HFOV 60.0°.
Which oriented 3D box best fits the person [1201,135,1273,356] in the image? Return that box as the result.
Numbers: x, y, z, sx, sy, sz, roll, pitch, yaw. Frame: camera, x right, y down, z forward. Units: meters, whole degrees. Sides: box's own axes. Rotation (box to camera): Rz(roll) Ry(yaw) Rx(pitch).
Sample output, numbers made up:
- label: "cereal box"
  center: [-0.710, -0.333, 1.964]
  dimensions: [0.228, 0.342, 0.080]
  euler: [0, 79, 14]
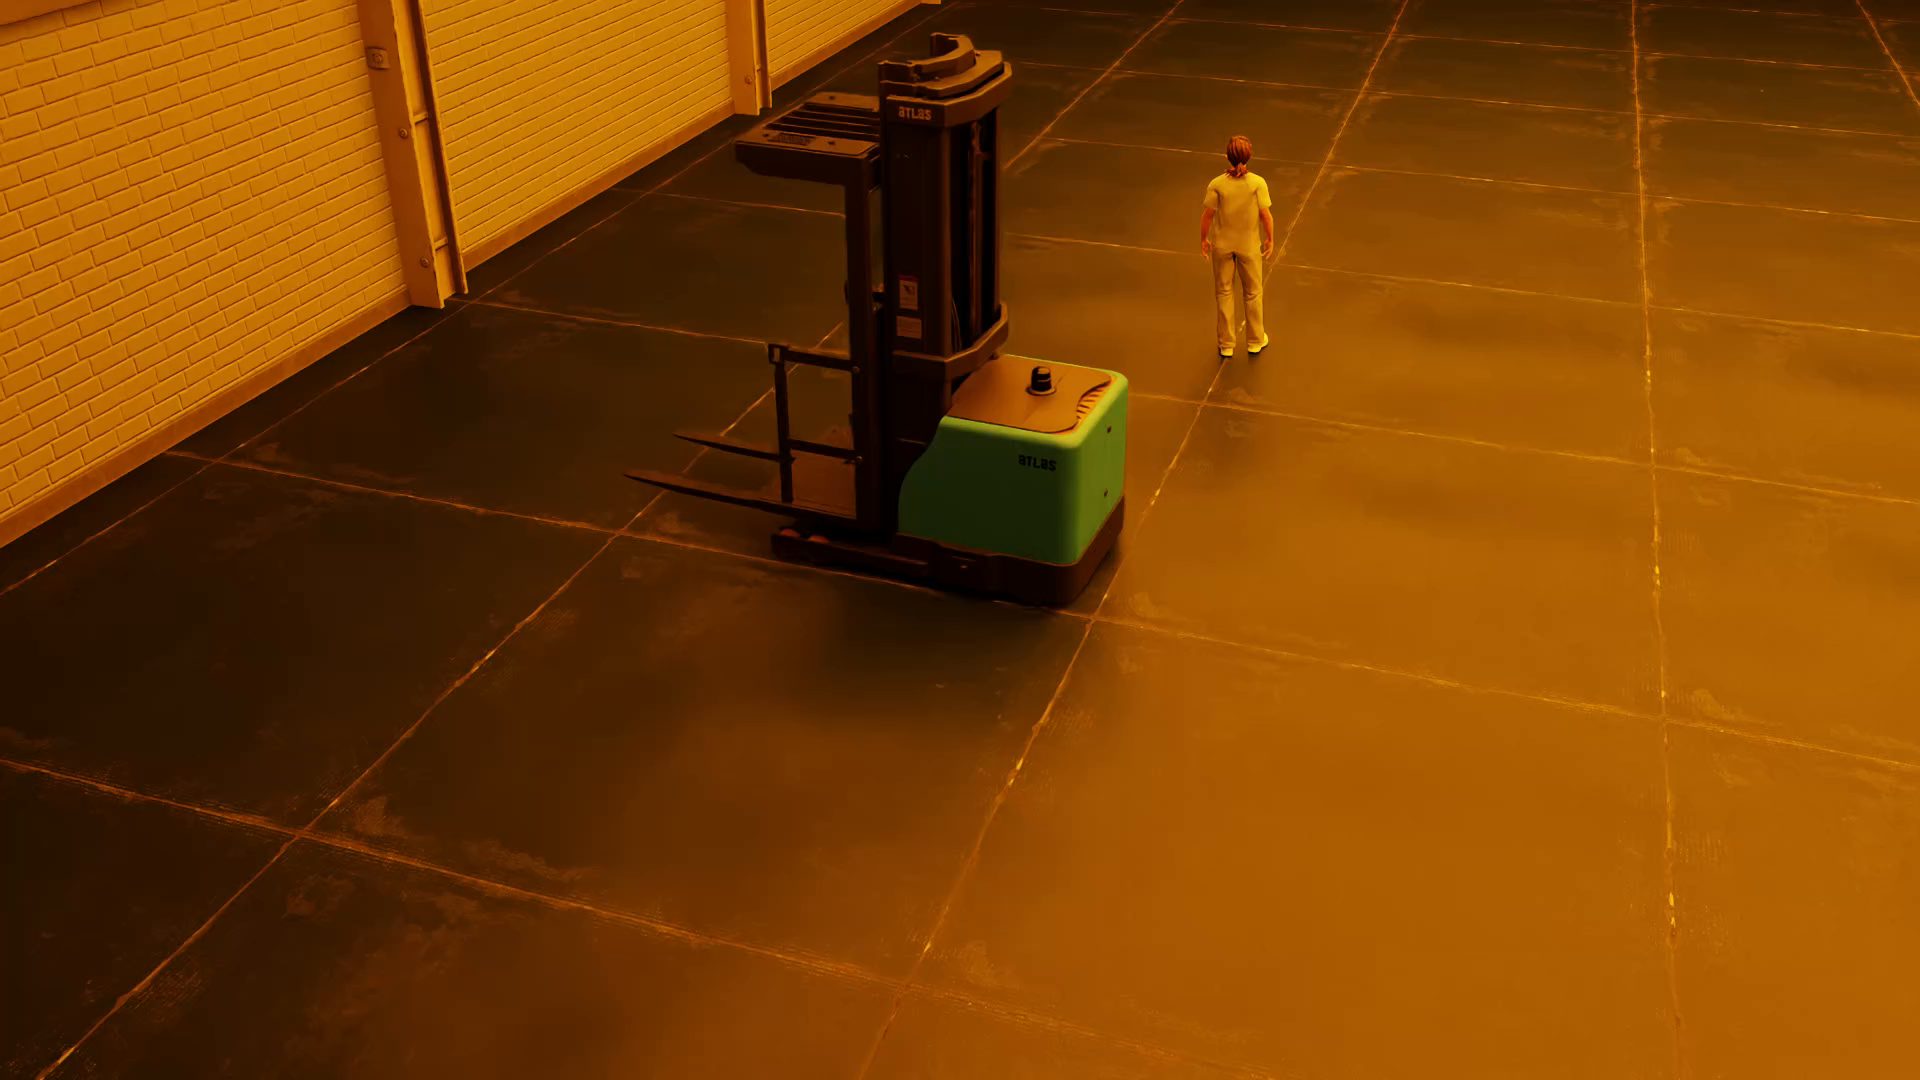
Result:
- label: "person"
  center: [2.038, -2.166, 12.188]
  dimensions: [0.550, 1.673, 0.548]
  euler: [7, 30, 12]

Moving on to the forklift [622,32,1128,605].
- label: "forklift"
  center: [-0.581, -1.364, 9.530]
  dimensions: [3.031, 2.935, 1.130]
  euler: [11, 32, 19]
